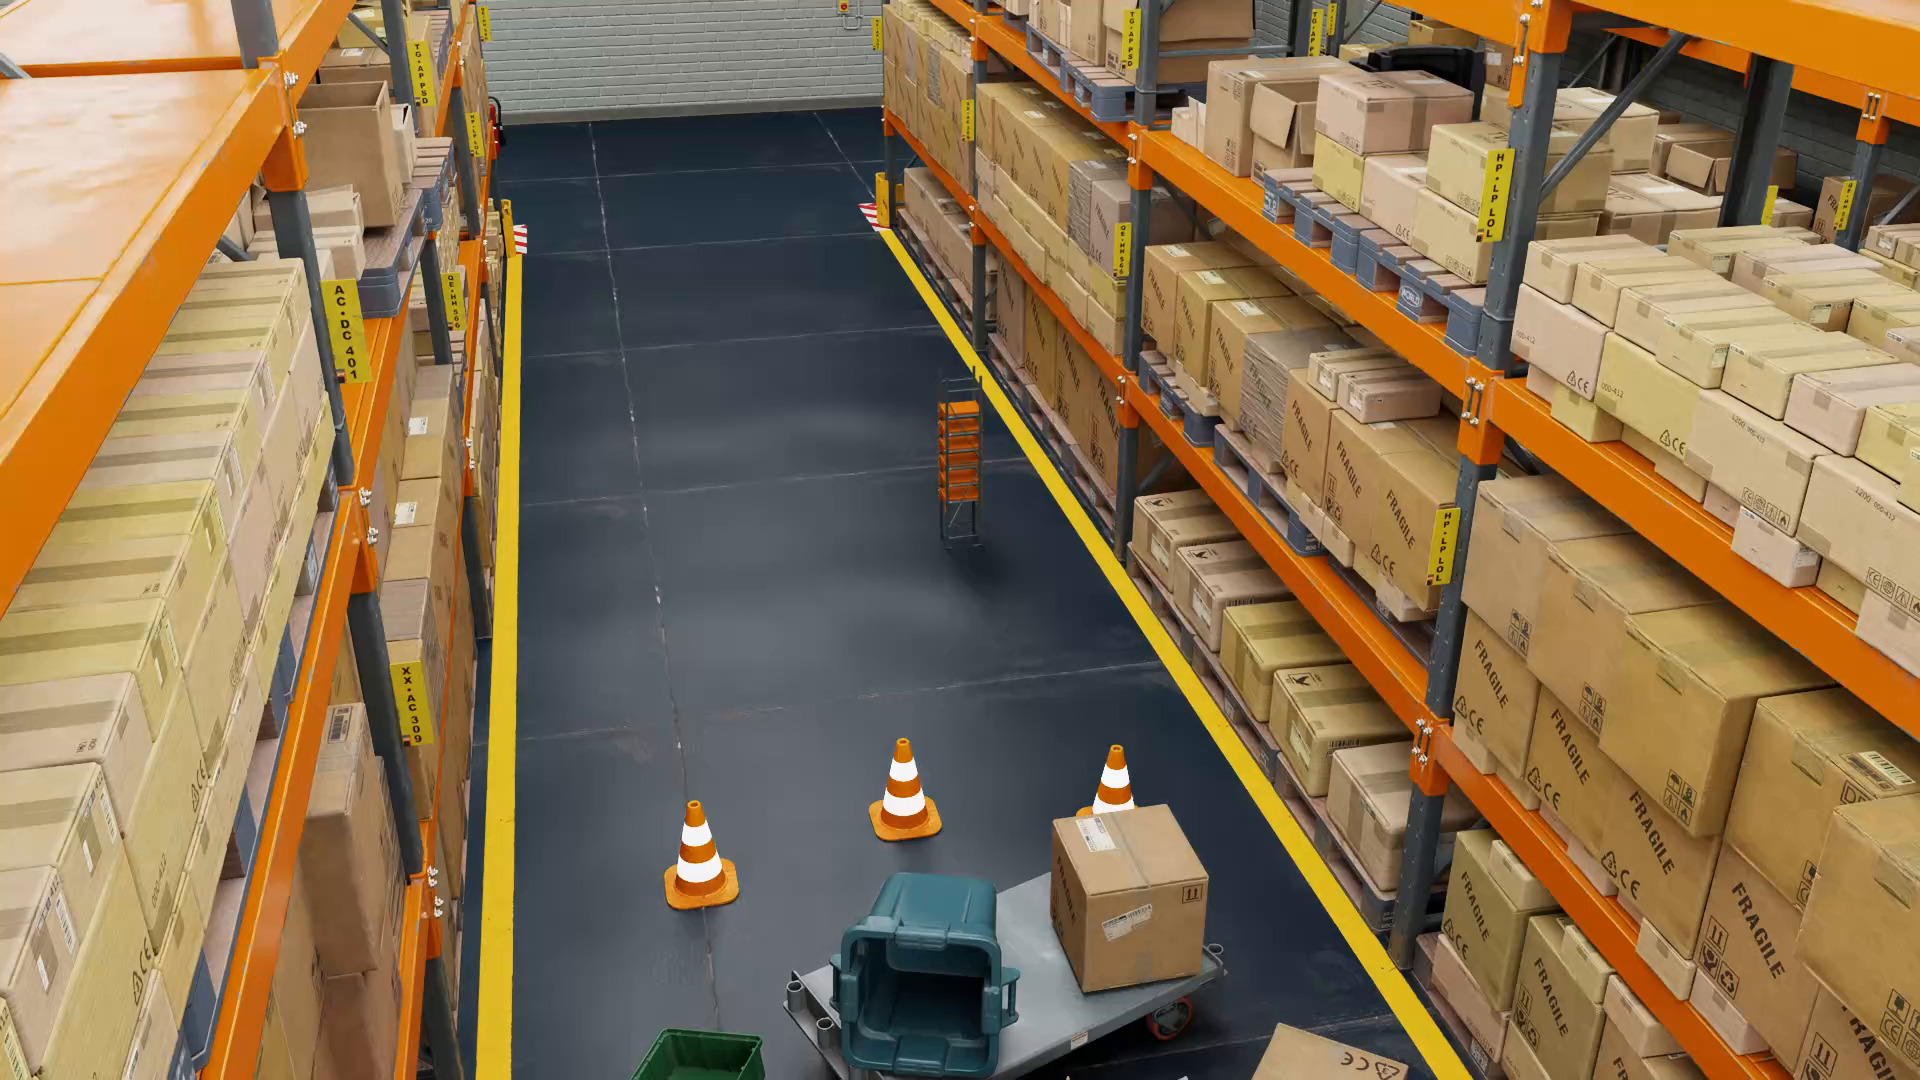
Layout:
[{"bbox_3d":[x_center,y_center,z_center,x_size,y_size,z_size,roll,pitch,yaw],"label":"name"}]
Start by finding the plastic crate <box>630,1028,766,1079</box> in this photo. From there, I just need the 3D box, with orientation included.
[{"bbox_3d":[-1.076,2.207,6.452,0.450,0.188,0.662,-2,25,20],"label":"plastic crate"}]

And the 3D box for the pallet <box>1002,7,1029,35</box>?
[{"bbox_3d":[0.860,-3.881,12.341,0.805,0.209,1.217,-7,28,-14],"label":"pallet"}]

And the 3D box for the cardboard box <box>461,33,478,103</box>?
[{"bbox_3d":[-4.388,-4.001,14.143,0.500,0.500,0.500,-7,28,-13],"label":"cardboard box"}]

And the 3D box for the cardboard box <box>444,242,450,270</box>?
[{"bbox_3d":[-3.563,-1.846,10.908,0.380,0.149,0.250,-5,27,-10],"label":"cardboard box"}]

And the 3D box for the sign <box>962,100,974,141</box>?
[{"bbox_3d":[0.065,-3.390,13.435,0.100,0.325,0.005,-6,27,-12],"label":"sign"}]

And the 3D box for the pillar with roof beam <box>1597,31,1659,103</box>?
[{"bbox_3d":[1.967,-6.169,13.332,9.100,9.000,0.400,-6,27,-12],"label":"pillar with roof beam"}]

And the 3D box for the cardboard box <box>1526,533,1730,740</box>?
[{"bbox_3d":[2.390,0.305,5.613,0.700,0.500,0.500,-6,27,-11],"label":"cardboard box"}]

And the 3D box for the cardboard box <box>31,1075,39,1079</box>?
[{"bbox_3d":[-1.349,0.915,1.885,0.500,0.250,0.500,-6,27,-12],"label":"cardboard box"}]

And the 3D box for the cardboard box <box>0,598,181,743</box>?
[{"bbox_3d":[-1.541,0.238,2.784,0.380,0.149,0.250,-6,27,-12],"label":"cardboard box"}]

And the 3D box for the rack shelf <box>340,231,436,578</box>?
[{"bbox_3d":[-2.843,-0.862,6.945,1.077,0.370,4.000,-6,27,-12],"label":"rack shelf"}]

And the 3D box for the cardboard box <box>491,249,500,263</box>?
[{"bbox_3d":[-4.451,-2.625,15.336,0.380,0.149,0.250,-6,27,-11],"label":"cardboard box"}]

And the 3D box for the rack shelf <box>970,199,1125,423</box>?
[{"bbox_3d":[1.056,-1.826,12.184,1.077,0.370,4.000,-6,27,-12],"label":"rack shelf"}]

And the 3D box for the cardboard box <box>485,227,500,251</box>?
[{"bbox_3d":[-4.436,-2.758,15.270,0.380,0.149,0.250,-5,27,-10],"label":"cardboard box"}]

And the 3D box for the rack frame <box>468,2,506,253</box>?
[{"bbox_3d":[-5.096,-4.234,16.156,1.000,3.000,0.127,-6,27,-12],"label":"rack frame"}]

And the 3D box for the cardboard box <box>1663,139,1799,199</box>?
[{"bbox_3d":[5.794,-2.706,12.548,0.797,0.503,0.637,-7,28,-13],"label":"cardboard box"}]

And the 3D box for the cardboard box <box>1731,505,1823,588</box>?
[{"bbox_3d":[2.444,-0.003,4.724,0.380,0.149,0.250,-6,28,-13],"label":"cardboard box"}]

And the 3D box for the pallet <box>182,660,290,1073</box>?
[{"bbox_3d":[-1.946,0.629,3.290,1.003,0.211,1.213,-6,27,-12],"label":"pallet"}]

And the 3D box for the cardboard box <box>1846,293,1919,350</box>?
[{"bbox_3d":[2.983,-0.649,5.118,0.380,0.149,0.250,-5,27,-10],"label":"cardboard box"}]

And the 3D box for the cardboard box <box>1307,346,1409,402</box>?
[{"bbox_3d":[1.831,-0.767,7.659,0.380,0.149,0.250,-7,28,-14],"label":"cardboard box"}]

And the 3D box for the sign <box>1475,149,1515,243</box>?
[{"bbox_3d":[1.868,-1.201,5.807,0.100,0.325,0.005,-6,27,-12],"label":"sign"}]

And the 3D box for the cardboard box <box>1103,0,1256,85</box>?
[{"bbox_3d":[1.275,-2.992,9.786,0.797,0.503,0.637,-8,28,-15],"label":"cardboard box"}]

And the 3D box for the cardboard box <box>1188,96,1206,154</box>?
[{"bbox_3d":[1.469,-2.281,9.106,0.396,0.266,0.258,-6,27,-12],"label":"cardboard box"}]

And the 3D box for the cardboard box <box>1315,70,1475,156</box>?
[{"bbox_3d":[1.902,-1.883,7.315,0.500,0.250,0.500,-6,27,-11],"label":"cardboard box"}]

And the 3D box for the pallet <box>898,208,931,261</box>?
[{"bbox_3d":[-0.040,-3.193,17.189,1.003,0.211,1.213,-6,27,-12],"label":"pallet"}]

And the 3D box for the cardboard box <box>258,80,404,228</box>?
[{"bbox_3d":[-2.629,-1.603,6.927,0.500,0.500,0.500,-6,27,-12],"label":"cardboard box"}]

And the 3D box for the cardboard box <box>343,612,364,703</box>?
[{"bbox_3d":[-2.510,0.326,5.902,0.700,0.500,0.500,-6,27,-12],"label":"cardboard box"}]

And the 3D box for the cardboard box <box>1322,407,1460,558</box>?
[{"bbox_3d":[1.967,-0.275,7.405,0.500,0.500,0.500,-6,27,-11],"label":"cardboard box"}]

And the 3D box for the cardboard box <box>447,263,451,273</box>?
[{"bbox_3d":[-3.556,-1.711,10.969,0.380,0.149,0.250,-7,28,-13],"label":"cardboard box"}]

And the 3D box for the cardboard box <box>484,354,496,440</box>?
[{"bbox_3d":[-3.667,-1.025,12.106,0.500,0.500,0.500,-7,28,-13],"label":"cardboard box"}]

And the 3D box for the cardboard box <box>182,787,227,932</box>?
[{"bbox_3d":[-1.540,0.594,2.964,0.380,0.149,0.250,-6,27,-12],"label":"cardboard box"}]

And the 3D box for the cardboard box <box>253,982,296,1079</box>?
[{"bbox_3d":[-1.990,1.363,3.702,0.875,0.550,0.500,-6,27,-12],"label":"cardboard box"}]

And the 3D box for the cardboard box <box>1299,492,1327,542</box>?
[{"bbox_3d":[1.827,-0.125,7.828,0.380,0.149,0.250,-6,27,-11],"label":"cardboard box"}]

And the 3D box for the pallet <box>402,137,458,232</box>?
[{"bbox_3d":[-3.097,-1.700,8.015,1.213,0.211,1.003,-5,27,-9],"label":"pallet"}]

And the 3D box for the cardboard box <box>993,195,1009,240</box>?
[{"bbox_3d":[0.565,-2.511,12.909,0.500,0.250,0.500,-7,28,-13],"label":"cardboard box"}]

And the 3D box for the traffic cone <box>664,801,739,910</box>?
[{"bbox_3d":[-1.223,1.424,7.761,0.336,0.463,0.334,-6,27,-12],"label":"traffic cone"}]

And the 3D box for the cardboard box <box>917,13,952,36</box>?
[{"bbox_3d":[-0.178,-4.693,15.124,0.380,0.149,0.250,-7,28,-13],"label":"cardboard box"}]

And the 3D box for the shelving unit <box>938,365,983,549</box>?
[{"bbox_3d":[0.003,-0.529,10.814,0.258,1.200,0.189,-6,27,-12],"label":"shelving unit"}]

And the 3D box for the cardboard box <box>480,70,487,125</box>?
[{"bbox_3d":[-4.633,-4.014,15.279,0.500,0.500,0.500,-6,27,-12],"label":"cardboard box"}]

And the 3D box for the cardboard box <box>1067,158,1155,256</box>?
[{"bbox_3d":[1.012,-2.185,10.876,0.500,0.500,0.500,-5,27,-11],"label":"cardboard box"}]

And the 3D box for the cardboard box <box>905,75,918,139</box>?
[{"bbox_3d":[-0.230,-4.142,15.862,0.500,0.500,0.500,-6,27,-12],"label":"cardboard box"}]

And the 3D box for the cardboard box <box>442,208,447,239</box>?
[{"bbox_3d":[-3.621,-2.090,11.061,0.380,0.149,0.250,-7,28,-14],"label":"cardboard box"}]

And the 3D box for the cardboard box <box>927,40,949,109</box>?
[{"bbox_3d":[-0.001,-4.141,14.752,0.500,0.500,0.500,-6,27,-11],"label":"cardboard box"}]

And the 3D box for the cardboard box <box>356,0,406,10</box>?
[{"bbox_3d":[-3.328,-2.987,9.397,0.396,0.266,0.258,-6,27,-12],"label":"cardboard box"}]

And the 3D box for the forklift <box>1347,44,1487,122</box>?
[{"bbox_3d":[3.187,-1.729,11.270,1.130,2.935,3.031,-7,28,-13],"label":"forklift"}]

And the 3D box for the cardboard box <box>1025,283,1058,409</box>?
[{"bbox_3d":[1.034,-1.604,12.838,0.875,0.875,0.875,-5,27,-10],"label":"cardboard box"}]

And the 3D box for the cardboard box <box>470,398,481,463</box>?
[{"bbox_3d":[-3.327,-0.678,10.587,0.500,0.250,0.500,-6,27,-12],"label":"cardboard box"}]

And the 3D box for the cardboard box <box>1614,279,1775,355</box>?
[{"bbox_3d":[2.299,-0.697,5.212,0.380,0.149,0.250,-7,28,-13],"label":"cardboard box"}]

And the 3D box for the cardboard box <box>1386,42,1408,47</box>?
[{"bbox_3d":[4.901,-5.178,17.862,0.500,0.250,0.500,-5,27,-10],"label":"cardboard box"}]

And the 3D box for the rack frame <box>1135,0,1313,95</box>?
[{"bbox_3d":[1.507,-3.947,8.930,1.000,3.000,0.127,-6,27,-12],"label":"rack frame"}]

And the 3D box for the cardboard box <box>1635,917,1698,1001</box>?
[{"bbox_3d":[2.446,1.332,5.406,0.380,0.149,0.250,-6,27,-11],"label":"cardboard box"}]

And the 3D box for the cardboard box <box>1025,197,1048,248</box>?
[{"bbox_3d":[0.778,-2.287,11.911,0.500,0.250,0.500,-7,28,-13],"label":"cardboard box"}]

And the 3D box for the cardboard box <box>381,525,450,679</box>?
[{"bbox_3d":[-2.473,0.290,7.082,0.500,0.500,0.500,-6,27,-12],"label":"cardboard box"}]

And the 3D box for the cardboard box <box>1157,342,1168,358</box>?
[{"bbox_3d":[1.399,-1.183,9.924,0.380,0.149,0.250,-8,28,-15],"label":"cardboard box"}]
